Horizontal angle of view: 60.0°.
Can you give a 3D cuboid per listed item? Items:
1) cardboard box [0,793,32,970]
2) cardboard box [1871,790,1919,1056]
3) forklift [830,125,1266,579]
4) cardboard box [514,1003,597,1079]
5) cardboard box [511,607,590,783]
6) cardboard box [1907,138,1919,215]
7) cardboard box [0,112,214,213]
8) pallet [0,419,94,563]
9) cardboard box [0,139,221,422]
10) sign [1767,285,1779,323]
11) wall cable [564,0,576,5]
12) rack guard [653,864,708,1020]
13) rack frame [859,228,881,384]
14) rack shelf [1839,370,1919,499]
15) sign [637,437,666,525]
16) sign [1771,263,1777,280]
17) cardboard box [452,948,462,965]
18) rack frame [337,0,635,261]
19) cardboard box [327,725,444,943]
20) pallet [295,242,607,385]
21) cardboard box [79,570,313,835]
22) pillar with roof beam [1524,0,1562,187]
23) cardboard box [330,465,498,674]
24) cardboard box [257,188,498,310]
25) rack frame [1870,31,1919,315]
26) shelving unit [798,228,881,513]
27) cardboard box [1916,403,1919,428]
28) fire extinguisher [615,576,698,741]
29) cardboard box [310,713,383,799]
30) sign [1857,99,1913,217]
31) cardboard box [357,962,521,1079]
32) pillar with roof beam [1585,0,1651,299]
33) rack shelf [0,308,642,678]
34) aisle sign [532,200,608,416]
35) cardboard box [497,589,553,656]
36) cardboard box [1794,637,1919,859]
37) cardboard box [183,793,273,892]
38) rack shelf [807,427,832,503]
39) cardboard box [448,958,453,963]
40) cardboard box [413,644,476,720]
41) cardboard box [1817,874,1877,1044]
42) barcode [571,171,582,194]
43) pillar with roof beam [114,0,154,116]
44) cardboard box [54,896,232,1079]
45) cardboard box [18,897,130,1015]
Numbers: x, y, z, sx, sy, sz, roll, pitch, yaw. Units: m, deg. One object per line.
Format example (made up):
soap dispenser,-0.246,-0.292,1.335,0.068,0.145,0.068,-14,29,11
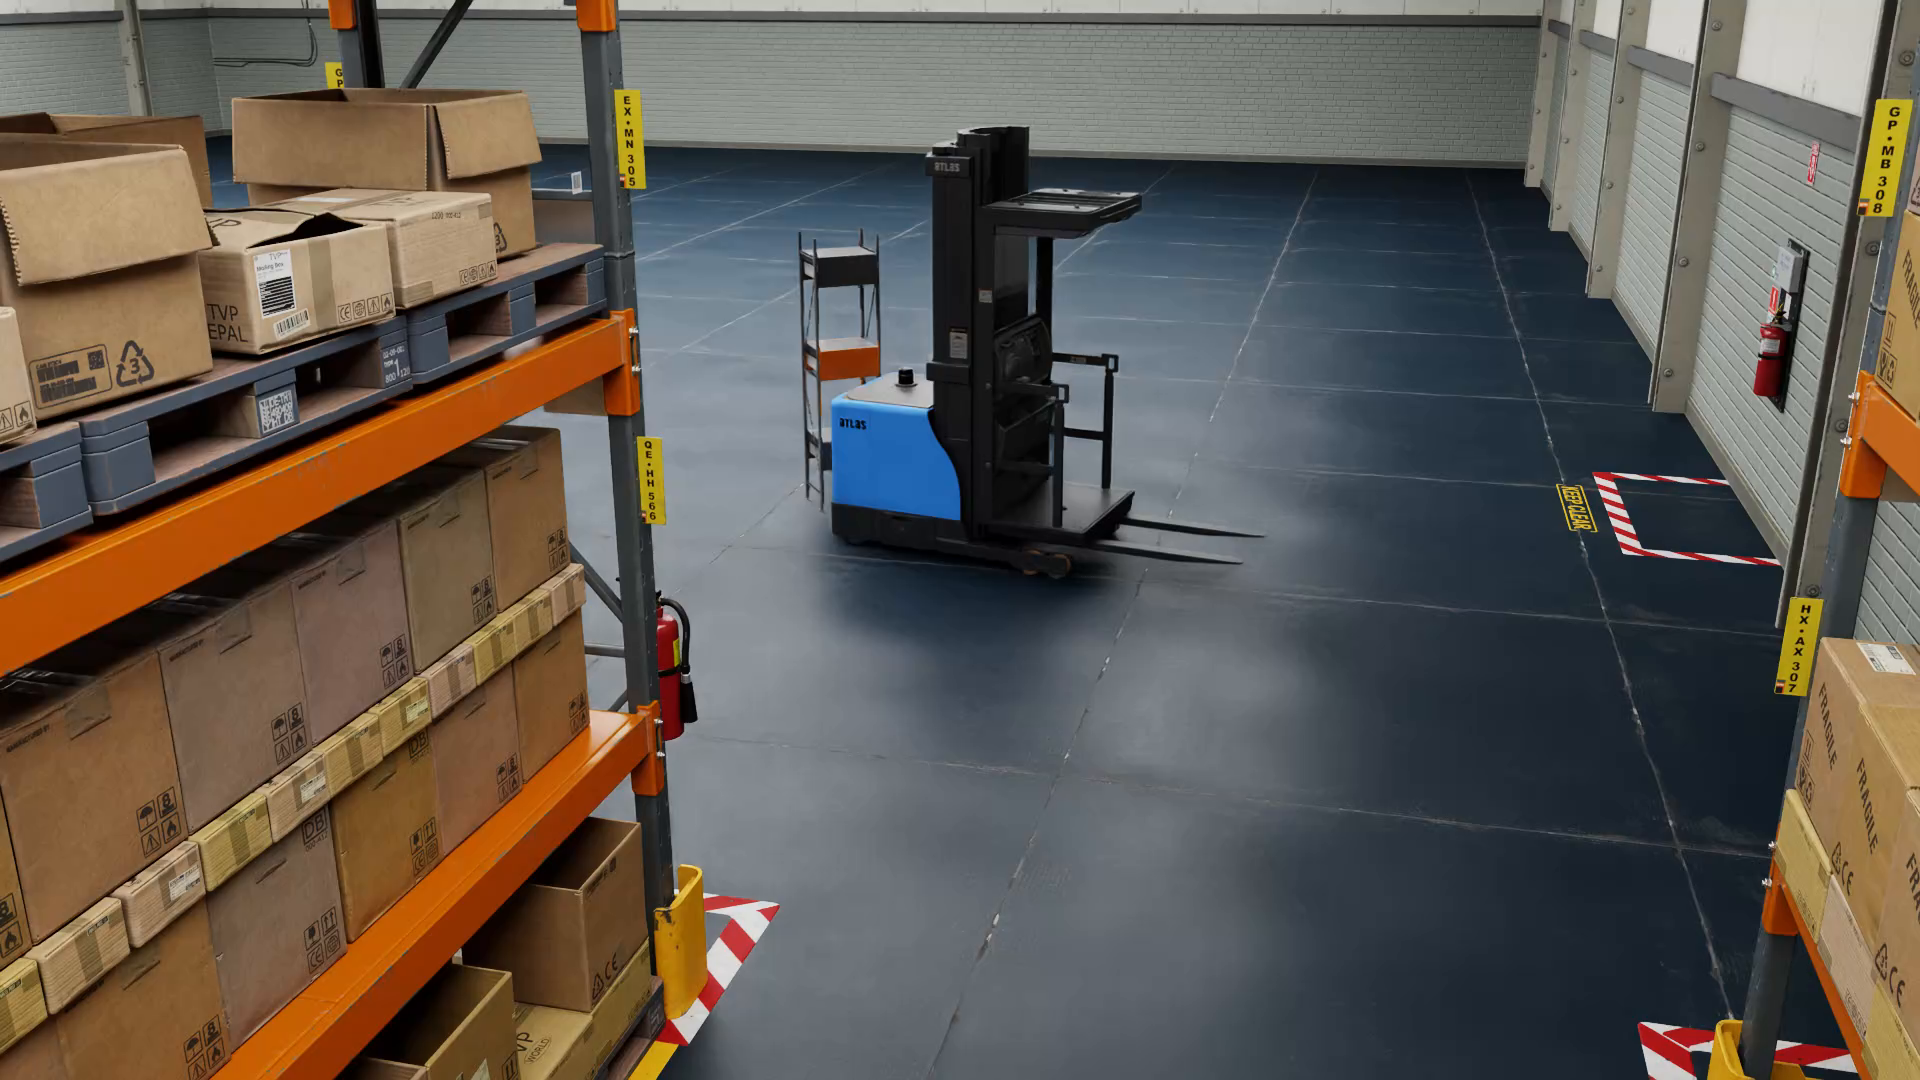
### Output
cardboard box,-2.394,0.694,3.355,0.700,0.500,0.500,5,19,13
cardboard box,2.493,0.937,3.844,0.500,0.500,0.500,4,19,12
forklift,0.624,-1.318,11.510,3.031,2.935,1.130,8,21,23
cardboard box,-1.596,1.851,5.733,0.500,0.250,0.500,5,19,13
cardboard box,-1.767,0.497,5.937,0.700,0.500,0.500,5,19,13
cardboard box,2.834,-1.059,4.273,0.500,0.500,0.500,3,19,9
cardboard box,-2.312,-0.834,4.326,0.500,0.500,0.500,5,19,13
pallet,-2.435,0.006,3.026,1.003,0.211,1.213,5,19,13
cardboard box,-2.094,-0.587,3.598,0.797,0.503,0.637,7,20,19
sign,6.173,-1.757,12.637,0.001,0.329,0.234,5,19,13
wall cable,-8.180,-15.326,37.875,2.305,6.003,0.169,5,19,13
rack guard,-1.635,1.574,6.805,1.175,0.500,0.348,5,19,13
rack frame,-0.682,-1.322,12.810,0.015,2.100,0.400,-8,20,-21
rack shelf,2.675,0.337,3.033,1.077,0.370,4.000,5,19,13
sign,-1.118,-0.214,6.015,0.100,0.325,0.005,5,19,13
sign,6.163,-2.007,12.549,0.001,0.109,0.331,5,19,13
cardboard box,-1.988,1.652,6.314,0.500,0.250,0.500,5,19,13
rack frame,-1.641,-2.440,5.409,1.000,3.000,0.127,5,19,13
cardboard box,-2.018,0.817,5.000,0.700,0.500,0.500,5,19,14
pallet,-1.839,-0.759,5.265,1.003,0.211,1.213,5,19,13
cardboard box,-2.148,0.380,4.272,0.700,0.500,0.500,5,19,13
pillar with roof beam,6.987,-11.505,31.949,9.100,9.000,0.400,5,19,13
cardboard box,-1.904,0.065,5.195,0.700,0.500,0.500,4,19,12
cardboard box,-1.667,-0.833,4.710,0.500,0.250,0.500,5,19,13
rack frame,3.164,-2.050,4.267,1.000,3.000,0.127,5,19,13
shelving unit,-0.908,-1.292,12.722,0.503,2.100,0.431,-8,20,-21
cardboard box,2.674,-0.437,3.999,0.500,0.500,0.500,6,20,17
fire extinguisher,-1.162,0.435,6.392,0.296,0.674,0.183,5,19,13
cardboard box,-1.865,0.586,4.674,0.380,0.149,0.250,5,20,15
sign,2.637,-1.087,4.736,0.100,0.325,0.005,5,19,13
cardboard box,-1.714,1.653,5.152,0.500,0.500,0.500,5,19,13
pillar with roof beam,4.055,-7.744,20.937,9.100,9.000,0.400,5,19,13
rack shelf,-2.130,-0.053,4.175,1.077,0.370,4.000,5,19,13
aisle sign,-1.340,-0.829,5.951,0.394,0.787,0.004,5,19,13
cardboard box,-1.612,0.262,5.622,0.380,0.149,0.250,5,20,15
cardboard box,2.755,0.622,4.768,0.500,0.500,0.500,5,19,13
cardboard box,-1.990,0.744,4.211,0.380,0.149,0.250,4,19,13
rack shelf,-0.908,-0.617,12.953,0.480,0.518,0.431,-8,20,-21
cardboard box,-2.108,1.454,5.734,0.500,0.500,0.500,5,19,13
cardboard box,-1.738,0.421,5.157,0.380,0.149,0.250,5,19,14
cardboard box,2.623,1.142,4.403,0.500,0.250,0.500,4,19,12
barcode,-1.247,-1.162,5.411,0.001,0.075,0.075,5,19,13
pillar with roof beam,-15.210,-13.313,37.242,9.100,9.000,0.400,5,19,13
cardboard box,-2.267,1.143,4.045,0.700,0.500,0.500,5,19,14
cardboard box,-2.116,0.909,3.726,0.380,0.149,0.250,4,19,12
